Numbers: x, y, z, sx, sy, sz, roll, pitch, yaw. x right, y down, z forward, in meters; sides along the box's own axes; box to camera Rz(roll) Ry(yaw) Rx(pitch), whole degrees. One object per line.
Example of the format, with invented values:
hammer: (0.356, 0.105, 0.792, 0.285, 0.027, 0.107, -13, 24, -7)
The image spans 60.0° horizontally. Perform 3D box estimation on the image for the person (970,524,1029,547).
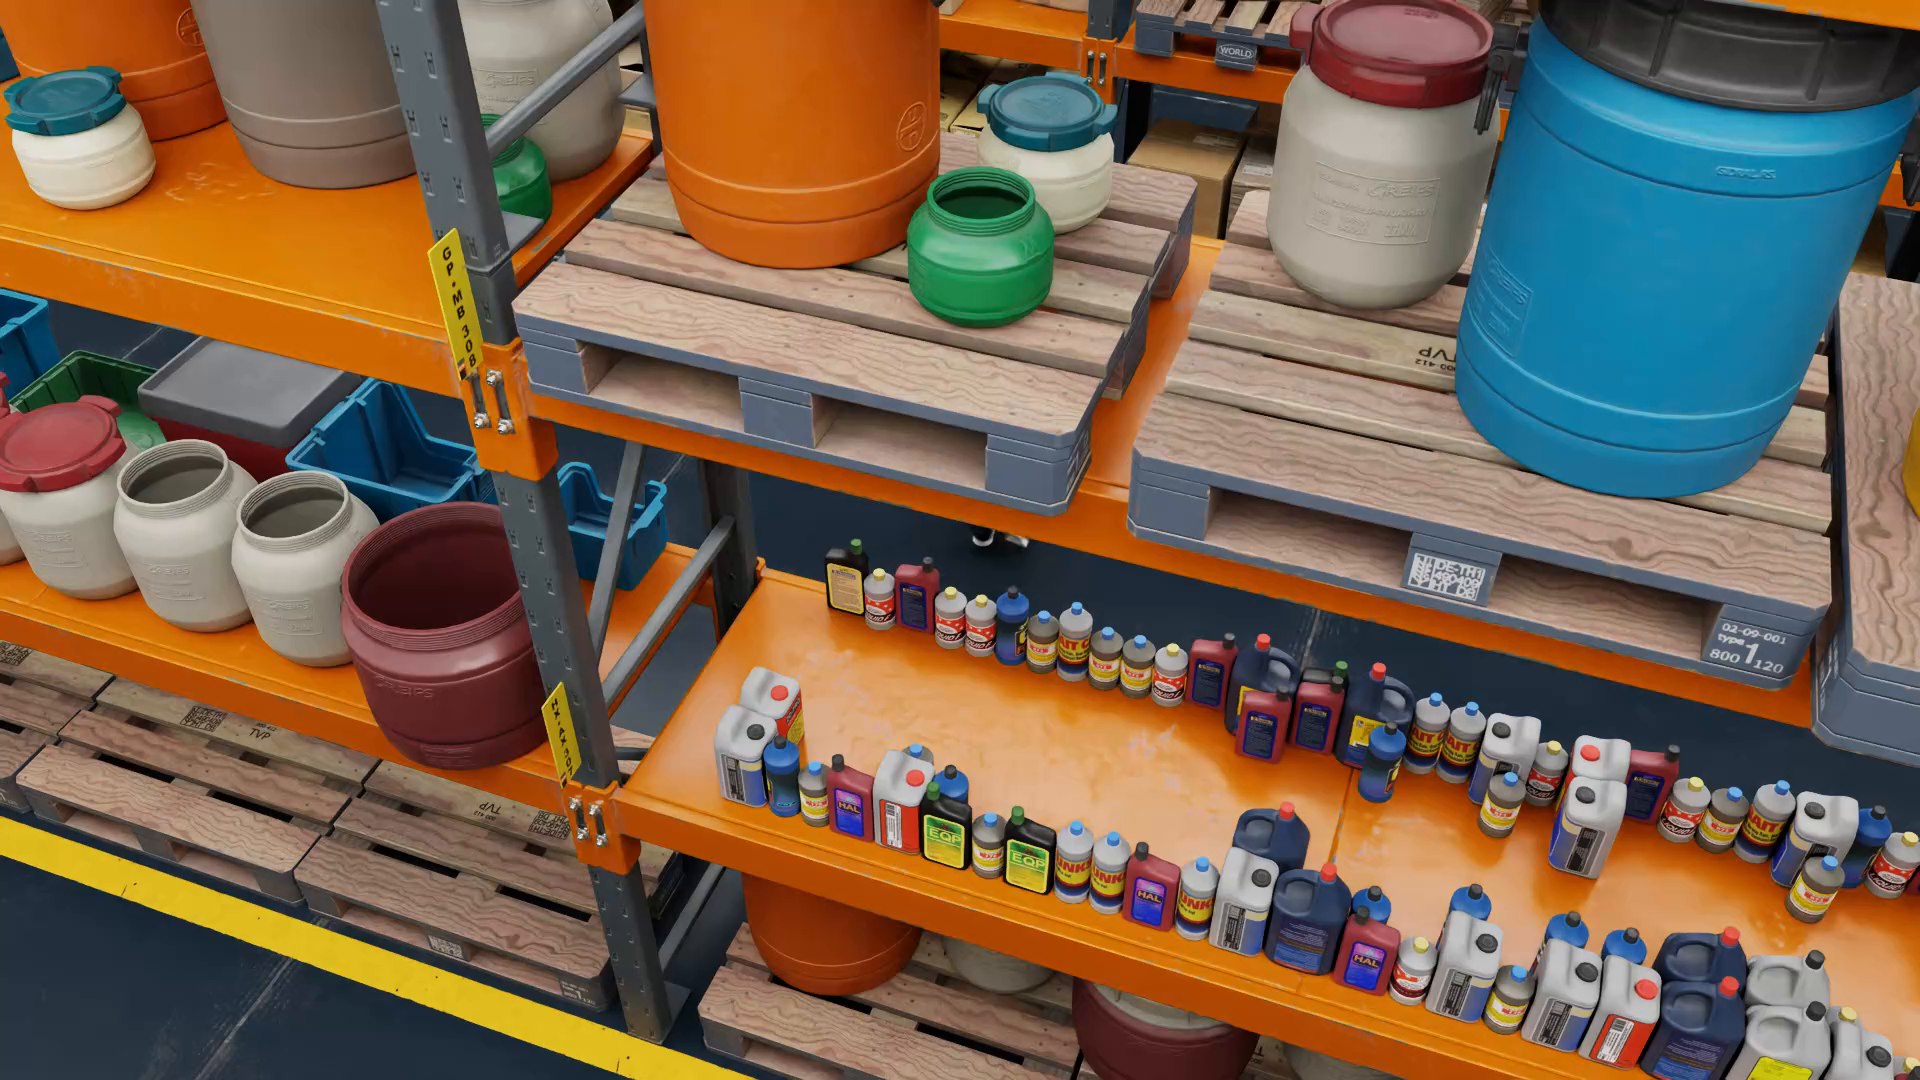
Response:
person: (0.223, -0.599, 6.802, 0.450, 1.590, 0.441, 16, 45, 17)
